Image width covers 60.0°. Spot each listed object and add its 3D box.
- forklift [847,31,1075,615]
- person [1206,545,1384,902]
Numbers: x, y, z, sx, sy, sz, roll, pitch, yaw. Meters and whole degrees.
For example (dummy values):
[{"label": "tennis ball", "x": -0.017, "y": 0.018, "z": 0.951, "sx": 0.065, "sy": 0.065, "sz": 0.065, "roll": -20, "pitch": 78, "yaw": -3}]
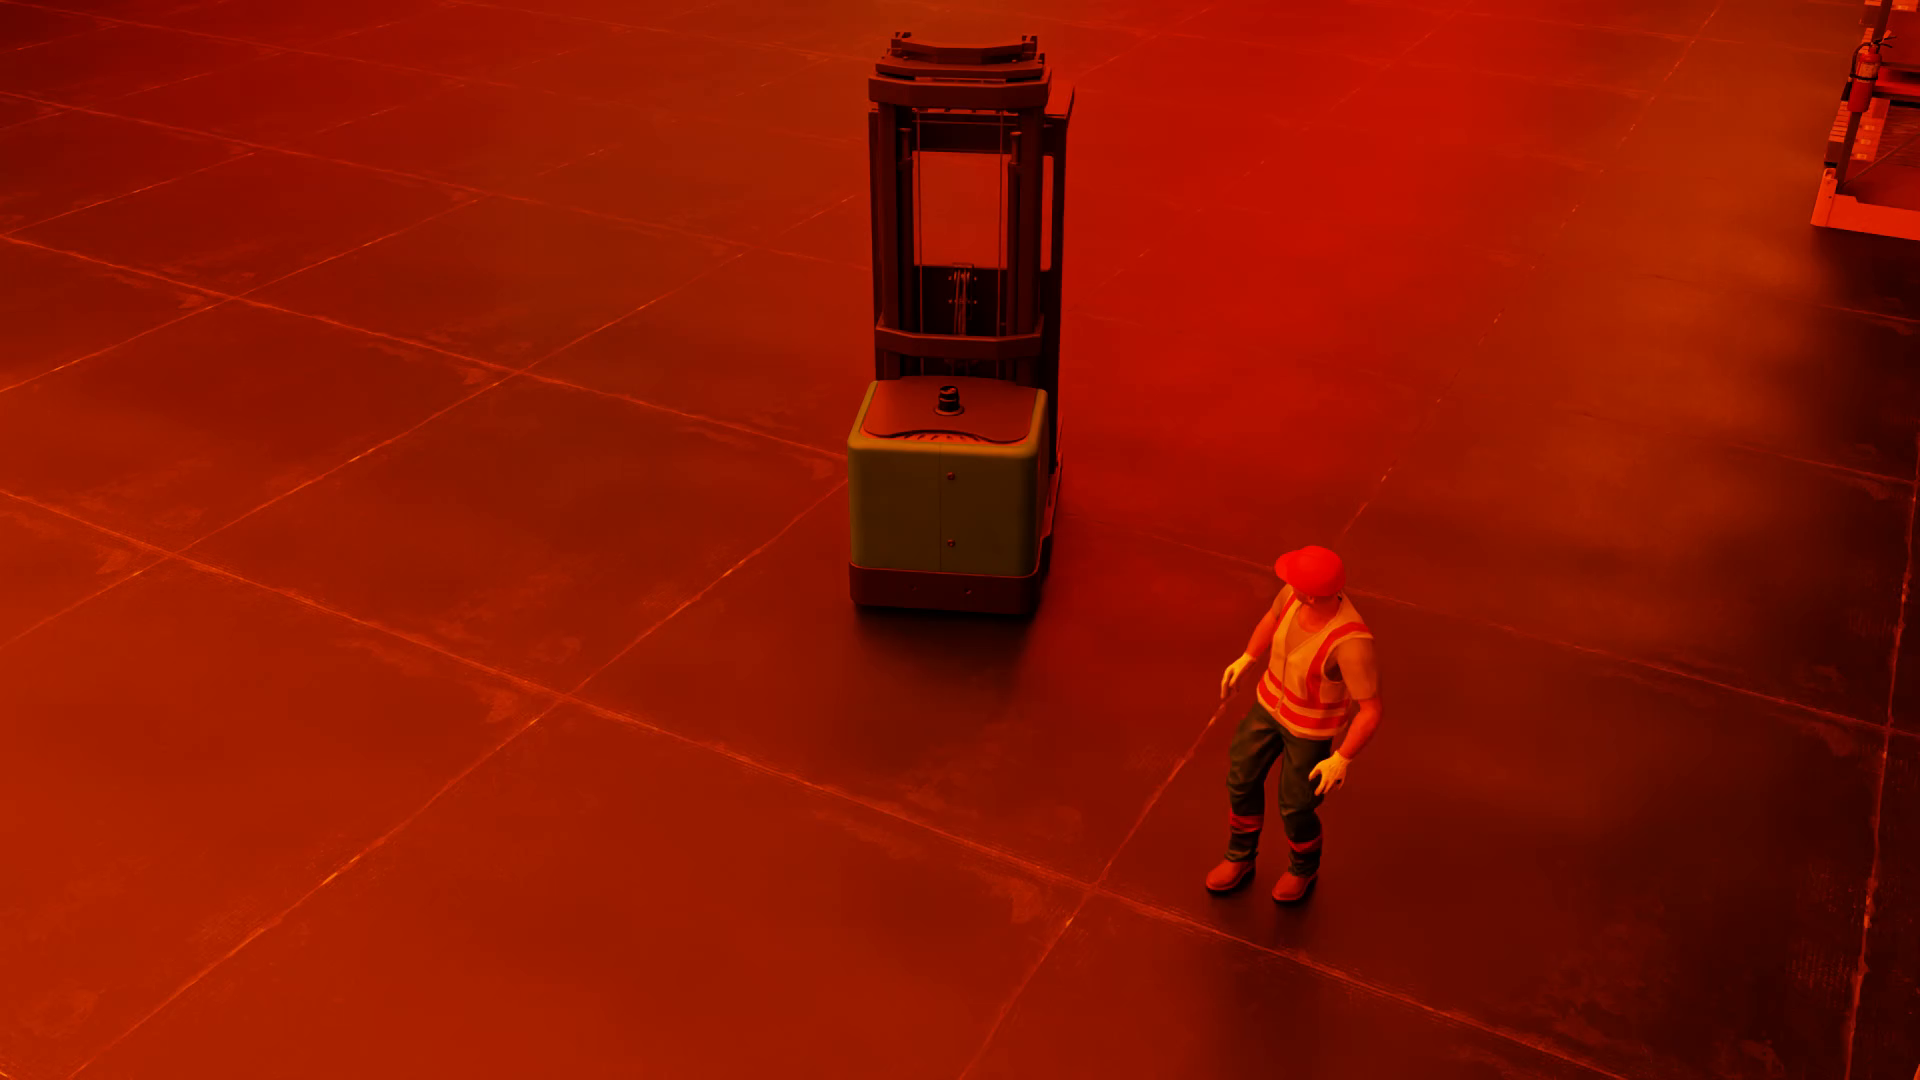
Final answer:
[{"label": "forklift", "x": 0.072, "y": -1.572, "z": 9.794, "sx": 1.130, "sy": 2.935, "sz": 3.031, "roll": 3, "pitch": 30, "yaw": 6}, {"label": "person", "x": 1.378, "y": 0.778, "z": 6.904, "sx": 0.506, "sy": 1.754, "sz": 0.745, "roll": -20, "pitch": 36, "yaw": -31}]
